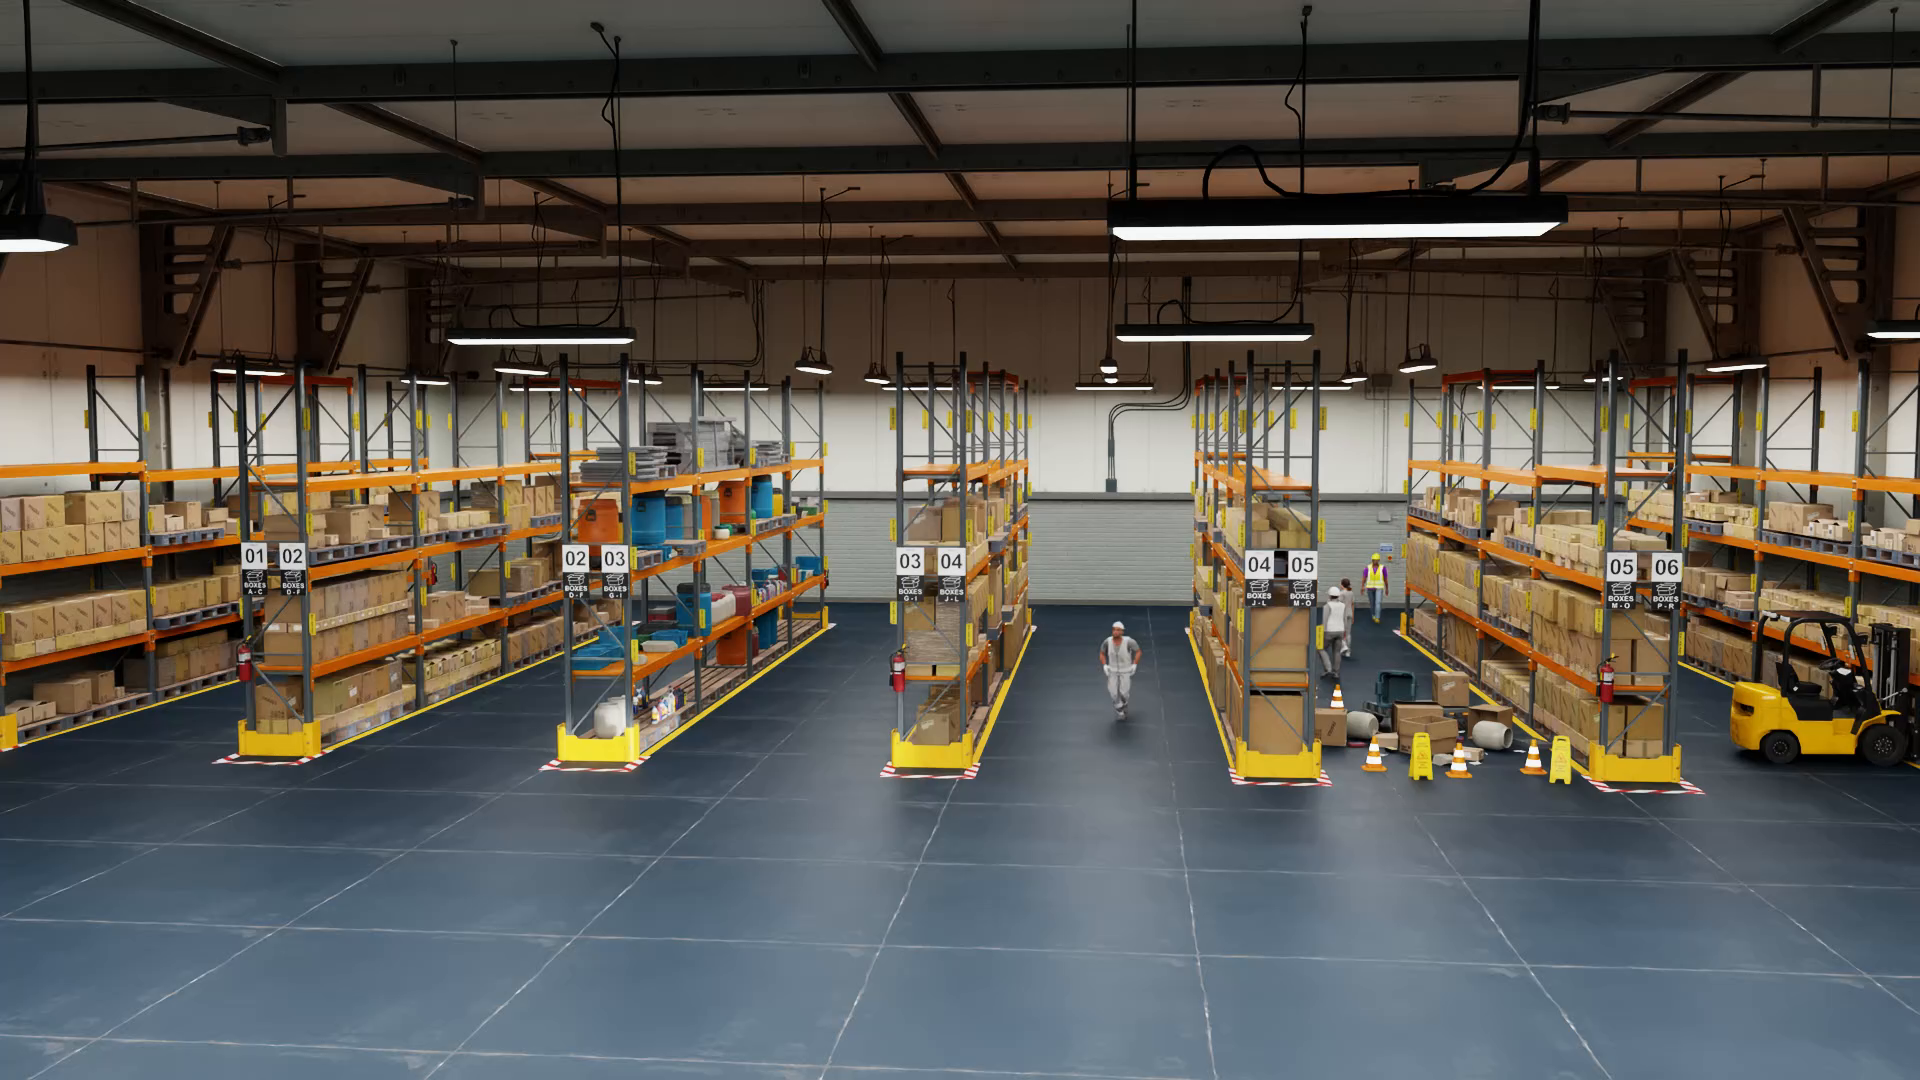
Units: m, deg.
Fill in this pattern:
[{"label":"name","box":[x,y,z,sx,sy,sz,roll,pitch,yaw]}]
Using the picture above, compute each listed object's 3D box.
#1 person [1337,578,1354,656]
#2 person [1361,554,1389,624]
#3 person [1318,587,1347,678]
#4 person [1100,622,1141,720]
[{"label":"person","box":[8.216,1.650,35.442,0.495,1.670,0.465,-2,5,-30]},{"label":"person","box":[10.282,1.193,41.277,0.621,1.702,1.054,2,4,24]},{"label":"person","box":[7.309,1.814,32.567,0.567,1.800,0.389,-1,4,-19]},{"label":"person","box":[2.681,2.189,27.798,0.695,1.691,0.595,1,4,14]}]
